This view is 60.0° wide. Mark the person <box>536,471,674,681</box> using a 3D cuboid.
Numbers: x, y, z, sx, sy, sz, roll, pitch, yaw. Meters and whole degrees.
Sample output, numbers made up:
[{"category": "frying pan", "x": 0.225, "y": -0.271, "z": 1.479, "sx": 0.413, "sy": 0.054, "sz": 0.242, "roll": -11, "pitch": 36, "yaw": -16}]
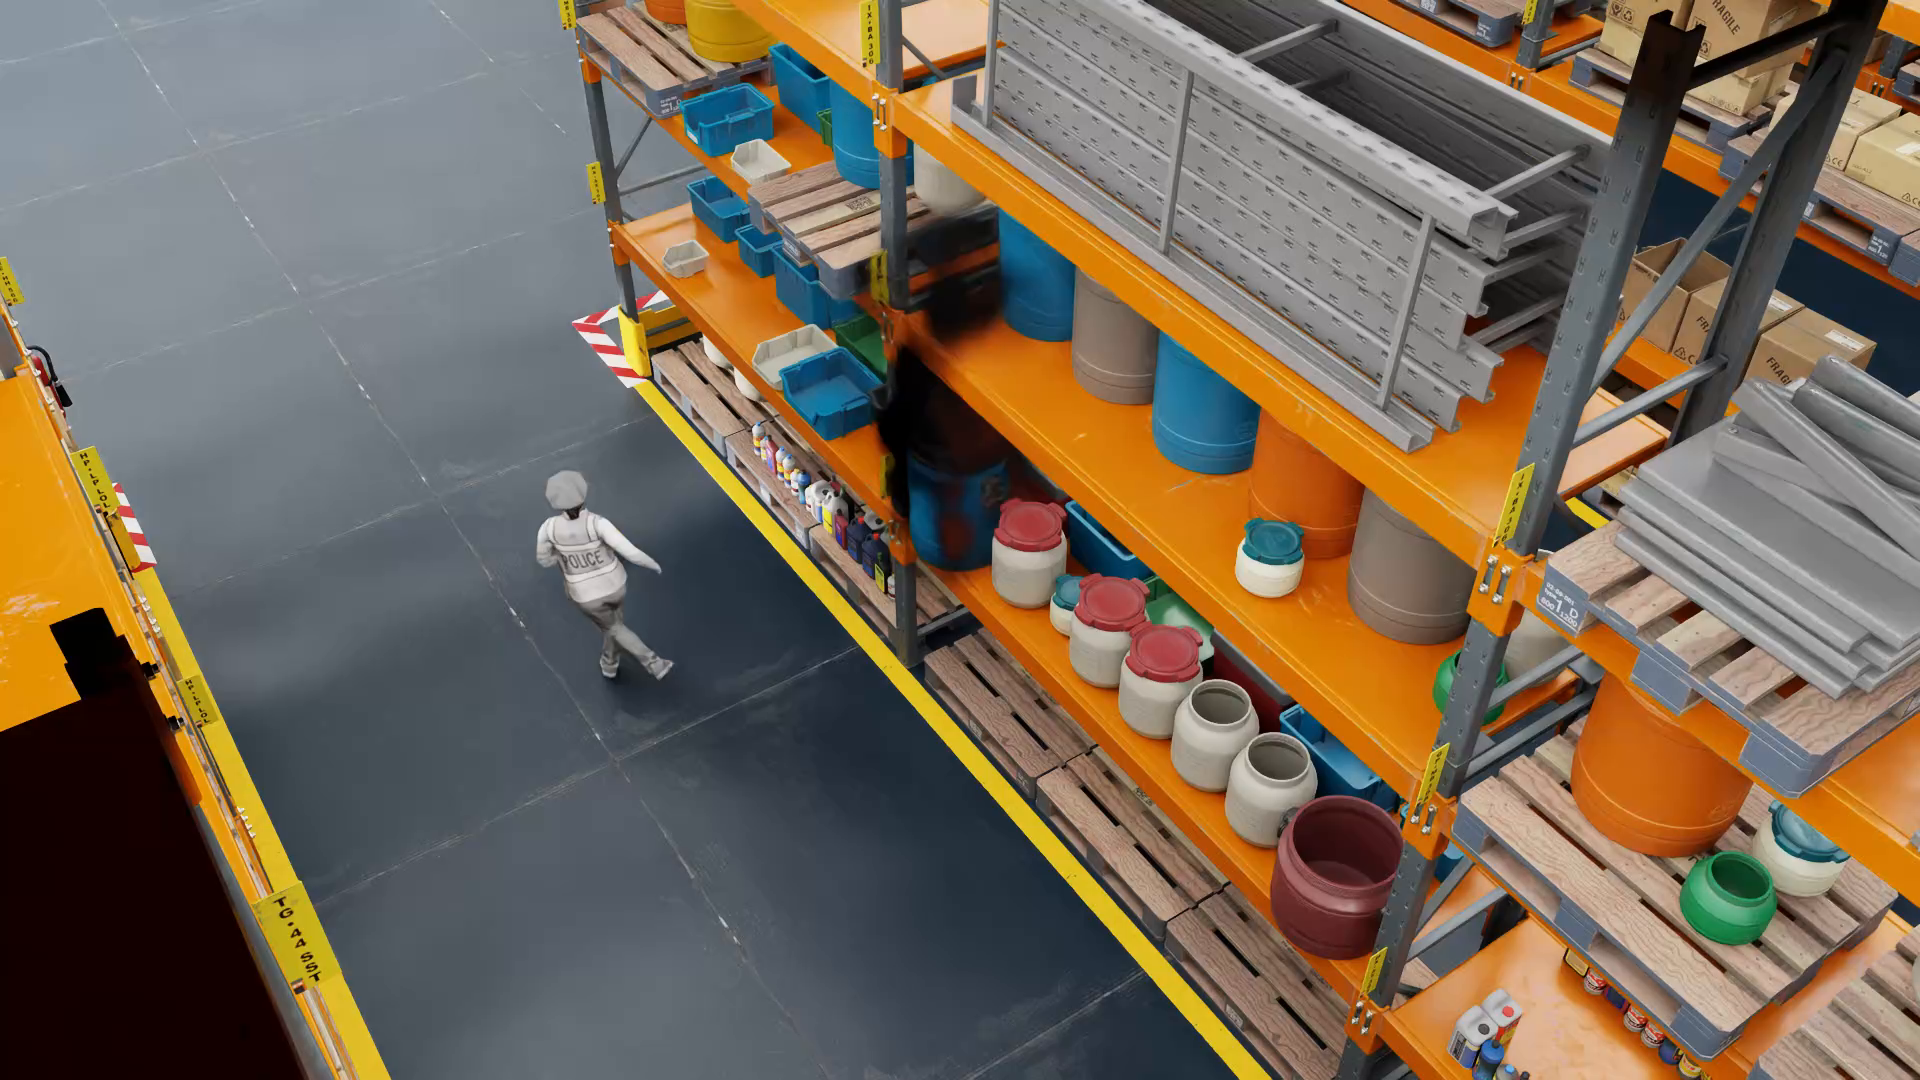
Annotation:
[{"category": "person", "x": -2.195, "y": 0.301, "z": 10.281, "sx": 0.711, "sy": 1.630, "sz": 0.603, "roll": -15, "pitch": 45, "yaw": -16}]
